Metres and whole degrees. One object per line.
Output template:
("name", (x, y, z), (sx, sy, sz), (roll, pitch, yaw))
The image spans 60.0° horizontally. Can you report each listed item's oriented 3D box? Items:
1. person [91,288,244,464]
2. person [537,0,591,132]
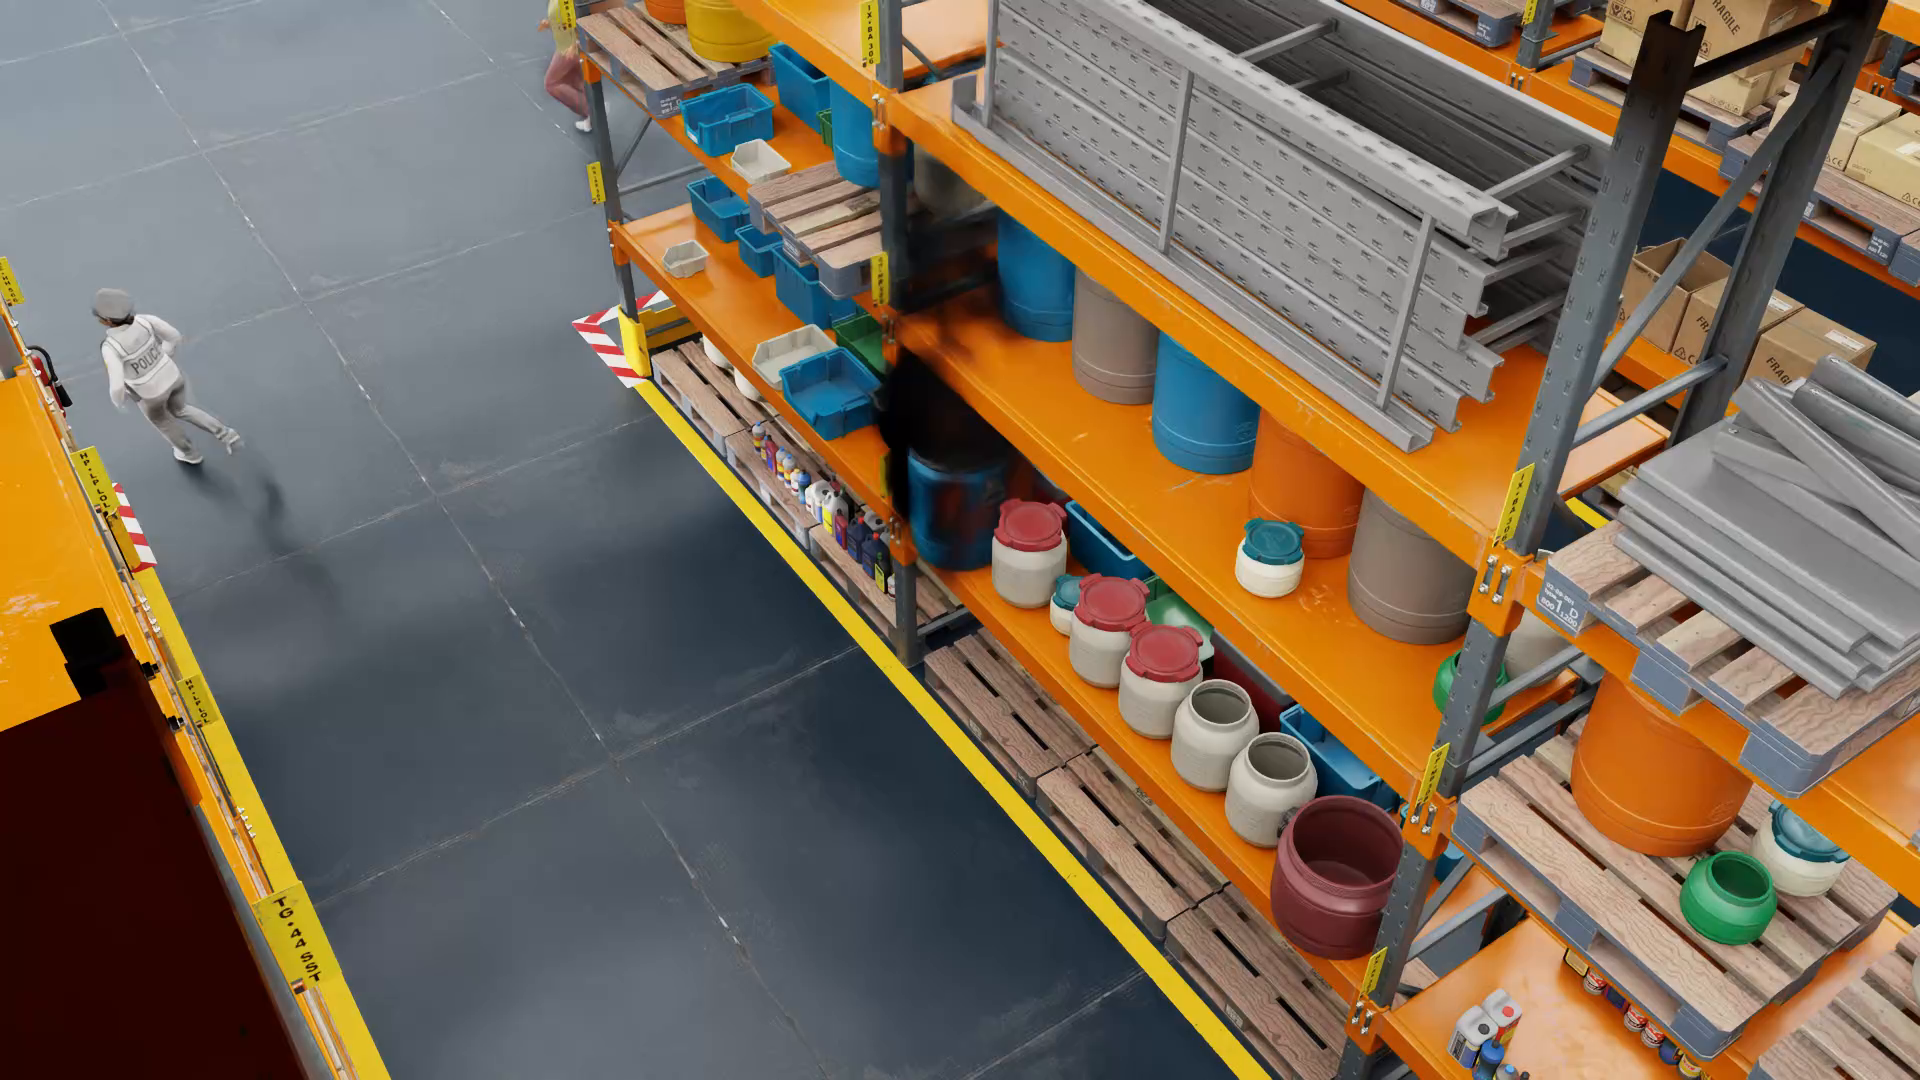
("person", (-5.662, -1.063, 11.707), (0.657, 1.647, 0.677), (16, 45, 17))
("person", (-3.673, -4.592, 15.535), (0.539, 1.635, 0.592), (-2, 43, -2))
